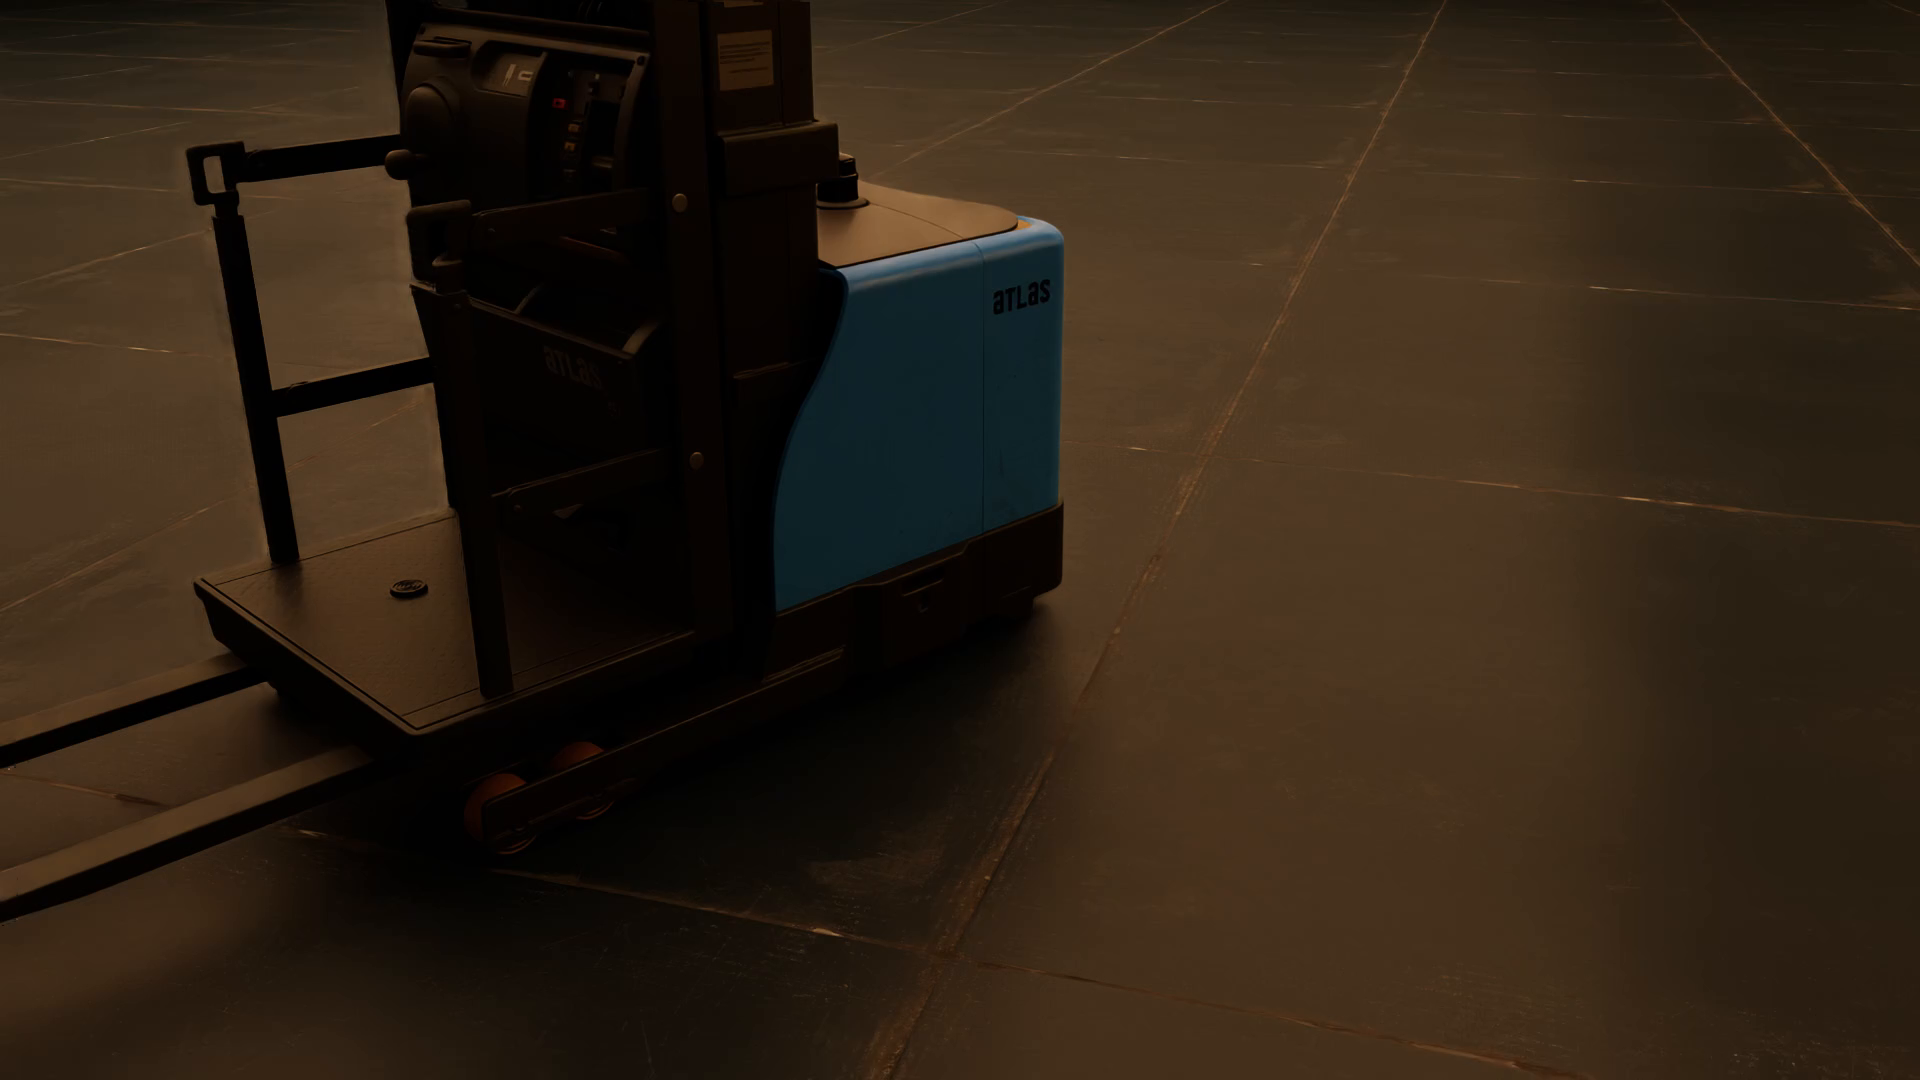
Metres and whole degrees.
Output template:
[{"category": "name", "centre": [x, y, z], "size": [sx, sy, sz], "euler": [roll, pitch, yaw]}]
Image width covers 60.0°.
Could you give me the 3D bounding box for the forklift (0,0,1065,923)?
[{"category": "forklift", "centre": [-1.113, -0.913, 3.491], "size": [3.031, 2.935, 1.130], "euler": [-21, 30, -41]}]
